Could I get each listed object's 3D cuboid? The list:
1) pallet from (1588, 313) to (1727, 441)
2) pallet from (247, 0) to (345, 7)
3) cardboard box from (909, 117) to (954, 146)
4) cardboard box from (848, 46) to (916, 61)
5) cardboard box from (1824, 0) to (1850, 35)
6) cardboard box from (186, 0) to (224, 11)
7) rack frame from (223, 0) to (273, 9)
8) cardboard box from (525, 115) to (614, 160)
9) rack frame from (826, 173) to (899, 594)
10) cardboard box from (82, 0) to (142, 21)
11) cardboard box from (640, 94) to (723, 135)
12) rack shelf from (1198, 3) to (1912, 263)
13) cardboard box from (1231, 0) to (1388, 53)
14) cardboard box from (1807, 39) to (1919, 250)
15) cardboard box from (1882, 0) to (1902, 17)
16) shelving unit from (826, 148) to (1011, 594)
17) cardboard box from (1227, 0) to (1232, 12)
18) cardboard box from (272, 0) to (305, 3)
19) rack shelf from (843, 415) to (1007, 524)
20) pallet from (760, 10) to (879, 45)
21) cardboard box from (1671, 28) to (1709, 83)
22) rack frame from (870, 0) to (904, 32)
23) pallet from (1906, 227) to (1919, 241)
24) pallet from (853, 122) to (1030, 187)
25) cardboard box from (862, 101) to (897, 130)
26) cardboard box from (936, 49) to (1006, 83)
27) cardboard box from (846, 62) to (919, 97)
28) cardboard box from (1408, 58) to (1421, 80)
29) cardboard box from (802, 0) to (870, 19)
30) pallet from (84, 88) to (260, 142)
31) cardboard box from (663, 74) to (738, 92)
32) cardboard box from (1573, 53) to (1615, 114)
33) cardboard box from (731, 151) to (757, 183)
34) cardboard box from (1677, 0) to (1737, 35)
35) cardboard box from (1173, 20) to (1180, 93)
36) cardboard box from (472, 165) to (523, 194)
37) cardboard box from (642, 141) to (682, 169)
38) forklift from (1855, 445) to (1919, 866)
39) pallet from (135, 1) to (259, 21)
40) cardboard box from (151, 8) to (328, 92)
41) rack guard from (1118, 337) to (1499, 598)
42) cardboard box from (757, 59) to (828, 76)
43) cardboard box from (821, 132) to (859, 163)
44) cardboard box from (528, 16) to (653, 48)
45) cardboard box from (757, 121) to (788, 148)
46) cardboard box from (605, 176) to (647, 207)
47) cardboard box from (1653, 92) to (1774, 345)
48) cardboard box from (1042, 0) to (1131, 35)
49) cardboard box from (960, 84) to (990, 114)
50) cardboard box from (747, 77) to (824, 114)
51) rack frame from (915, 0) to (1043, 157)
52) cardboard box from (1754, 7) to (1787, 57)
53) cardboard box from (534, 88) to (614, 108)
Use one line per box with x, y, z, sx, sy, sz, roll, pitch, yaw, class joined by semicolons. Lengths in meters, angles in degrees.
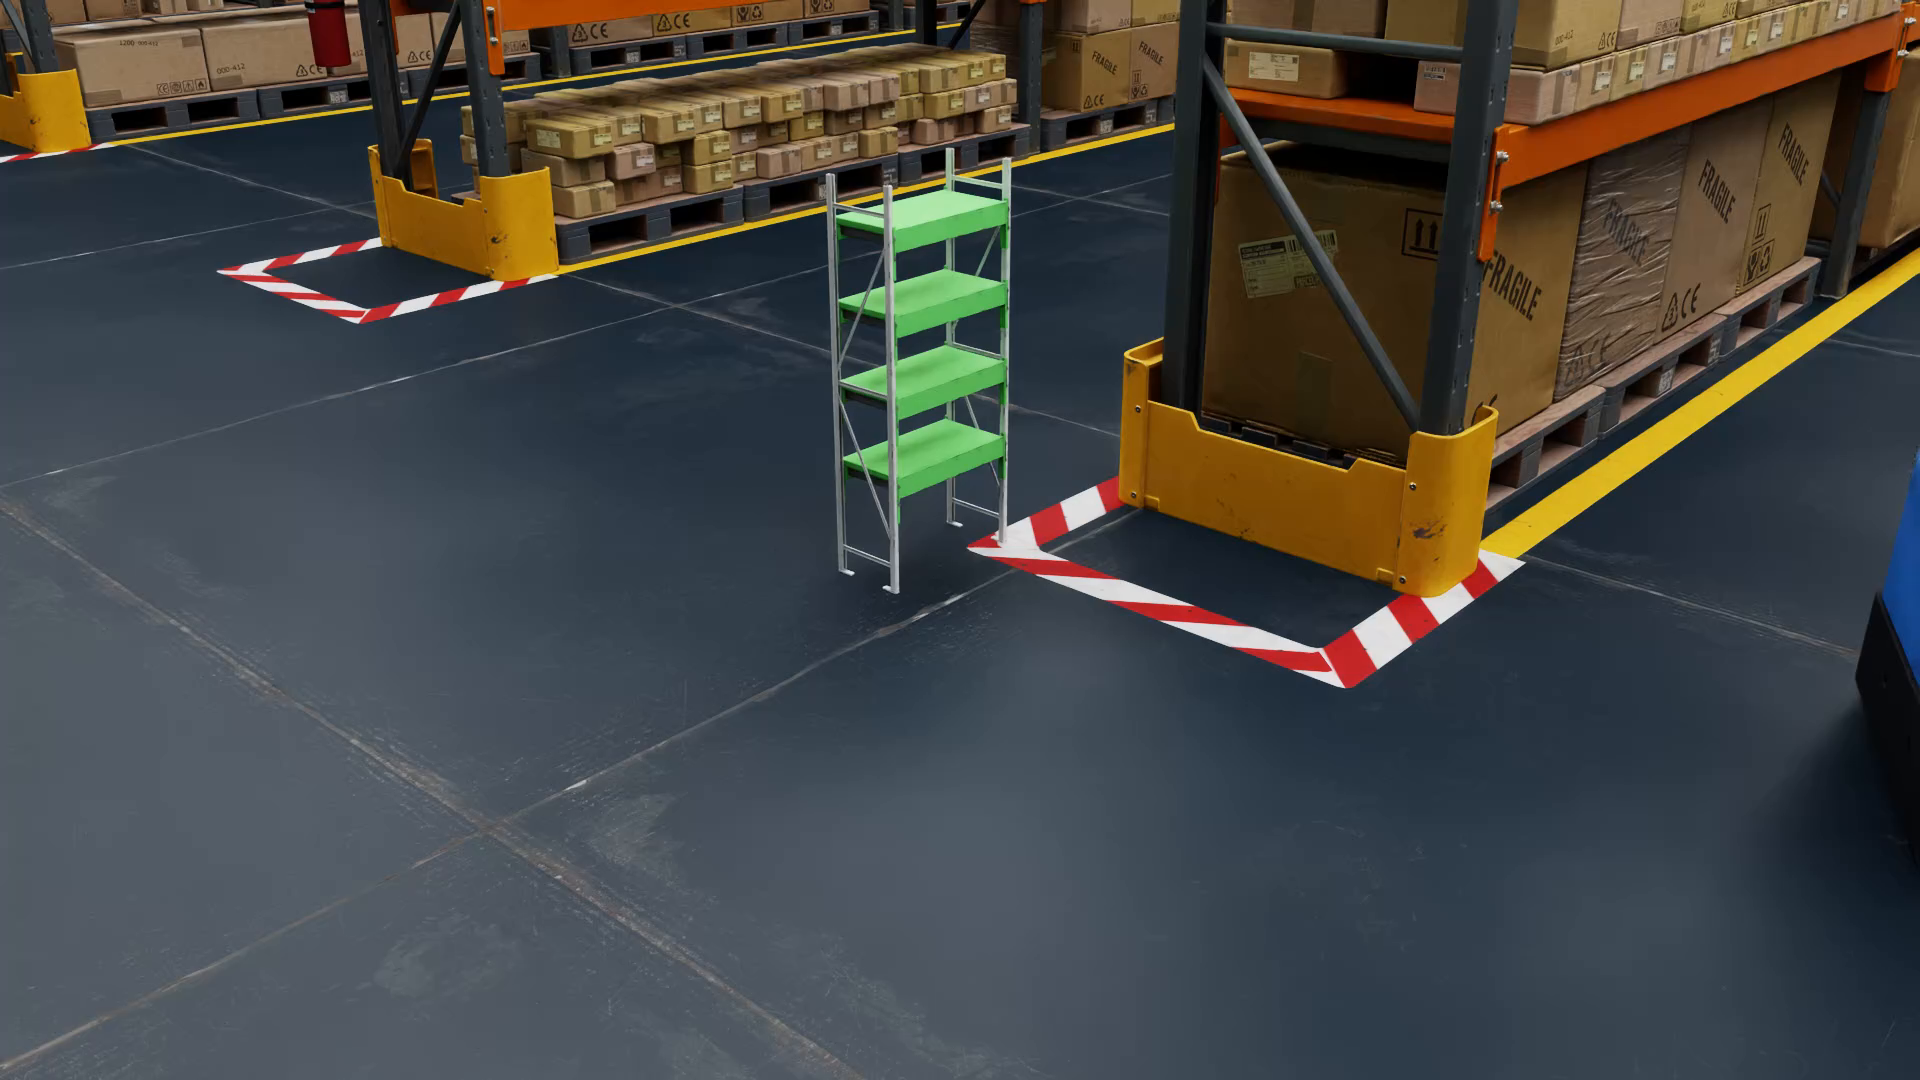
2.358;-0.770;6.709;1.003;0.211;1.213;20;31;38;pallet
-6.827;-5.672;17.642;1.003;0.211;1.213;20;31;38;pallet
-0.261;-2.535;10.208;0.380;0.149;0.250;19;30;36;cardboard box
-0.501;-3.057;10.646;0.380;0.149;0.250;22;32;40;cardboard box
3.263;-2.094;6.561;0.380;0.149;0.250;21;31;38;cardboard box
-7.494;-5.327;16.436;0.380;0.149;0.250;19;30;36;cardboard box
-7.341;-6.686;16.496;1.000;3.000;0.127;20;31;38;rack frame
-1.956;-2.021;8.336;0.380;0.149;0.250;18;30;35;cardboard box
-0.273;-0.423;4.726;0.240;1.200;0.015;20;31;38;rack frame
-8.240;-5.245;15.824;0.700;0.500;0.500;19;30;36;cardboard box
-1.494;-2.278;8.909;0.380;0.149;0.250;18;30;35;cardboard box
2.403;-1.688;6.228;1.077;0.370;4.000;20;31;38;rack shelf
1.194;-1.695;5.183;0.500;0.250;0.500;20;31;37;cardboard box
4.150;-2.048;8.236;1.225;0.875;0.875;20;31;38;cardboard box
3.778;-2.329;7.085;0.380;0.149;0.250;20;31;38;cardboard box
-0.111;-0.497;4.892;0.258;1.200;0.503;20;31;38;shelving unit
1.840;-4.036;12.210;0.500;0.250;0.500;21;32;39;cardboard box
-6.851;-5.823;17.113;0.500;0.500;0.500;22;32;40;cardboard box
-0.111;-0.220;5.016;0.258;0.148;0.480;20;31;38;rack shelf
-1.555;-5.059;16.274;1.003;0.211;1.213;20;31;38;pallet
2.235;-1.624;5.513;0.380;0.149;0.250;19;31;37;cardboard box
-0.973;-6.551;16.193;1.000;3.000;0.127;20;31;38;rack frame
5.011;-1.983;9.414;1.003;0.211;1.213;20;31;38;pallet
-0.311;-2.524;10.622;1.003;0.211;1.213;20;31;38;pallet
-0.595;-2.550;9.878;0.380;0.149;0.250;21;32;39;cardboard box
0.068;-2.994;10.505;0.380;0.149;0.250;21;32;39;cardboard box
-0.465;-2.770;10.005;0.380;0.149;0.250;21;32;39;cardboard box
1.402;-1.647;5.564;0.380;0.149;0.250;20;31;38;cardboard box
-1.496;-5.585;16.123;0.875;0.875;0.875;20;31;37;cardboard box
-5.837;-3.106;11.919;1.003;0.211;1.213;20;31;38;pallet
-1.489;-2.568;9.556;0.380;0.149;0.250;19;30;36;cardboard box
1.721;-1.389;4.989;0.380;0.149;0.250;20;31;37;cardboard box
-1.344;-2.087;9.209;0.380;0.149;0.250;20;31;38;cardboard box
2.269;-1.859;5.550;0.500;0.250;0.500;19;30;36;cardboard box
1.493;-3.540;12.020;0.500;0.500;0.500;21;31;38;cardboard box
-2.362;-1.900;8.793;0.380;0.149;0.250;21;31;38;cardboard box
-1.695;-2.075;8.820;0.380;0.149;0.250;21;31;38;cardboard box
3.609;-0.556;2.908;3.031;2.935;1.130;8;25;16;forklift
-7.800;-5.205;16.600;1.003;0.211;1.213;20;31;38;pallet
-5.341;-3.645;12.332;0.875;0.438;0.875;21;32;39;cardboard box
1.052;-0.259;5.217;1.175;0.500;0.348;20;31;38;rack guard
-1.021;-2.826;10.130;0.380;0.149;0.250;21;32;39;cardboard box
-0.812;-2.313;9.713;0.380;0.149;0.250;21;32;38;cardboard box
-3.288;-4.765;14.294;0.875;0.875;0.875;21;32;39;cardboard box
-1.187;-2.324;9.375;0.380;0.149;0.250;22;32;40;cardboard box
-1.857;-1.857;8.698;0.380;0.149;0.250;20;31;37;cardboard box
2.637;-1.395;6.778;0.875;0.875;0.875;20;31;38;cardboard box
0.801;-3.557;11.143;0.500;0.250;0.500;19;30;35;cardboard box
-0.033;-2.769;10.367;0.380;0.149;0.250;18;30;35;cardboard box
-0.995;-2.531;9.472;0.380;0.149;0.250;20;31;38;cardboard box
0.111;-4.011;10.529;1.000;3.000;0.127;20;31;38;rack frame
2.750;-1.860;6.039;0.380;0.149;0.250;21;31;38;cardboard box
-2.105;-2.360;9.090;0.380;0.149;0.250;19;31;36;cardboard box
